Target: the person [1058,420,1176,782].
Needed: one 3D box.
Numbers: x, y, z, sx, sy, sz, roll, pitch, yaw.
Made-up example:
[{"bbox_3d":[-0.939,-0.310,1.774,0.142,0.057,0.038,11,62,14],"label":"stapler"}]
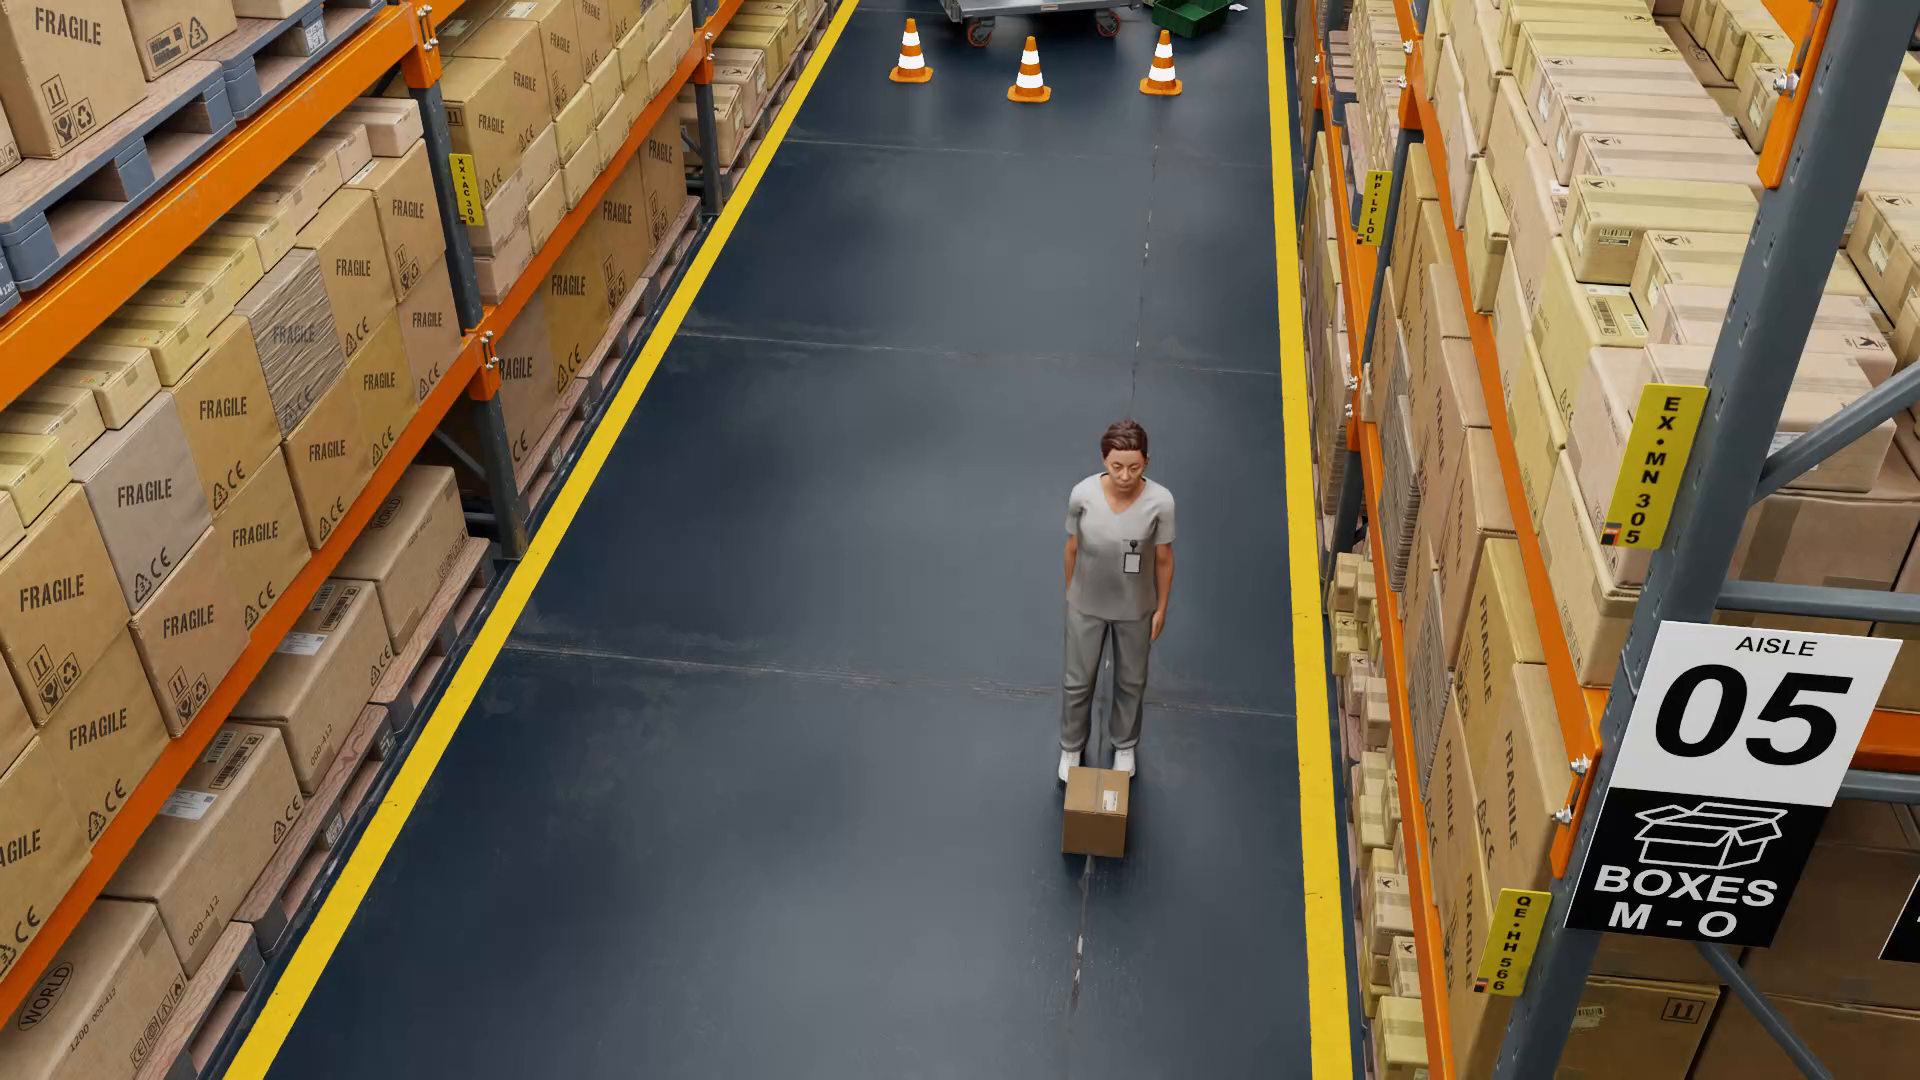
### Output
[{"bbox_3d":[0.621,0.265,6.684,0.441,1.669,0.403,5,37,7],"label":"person"}]
